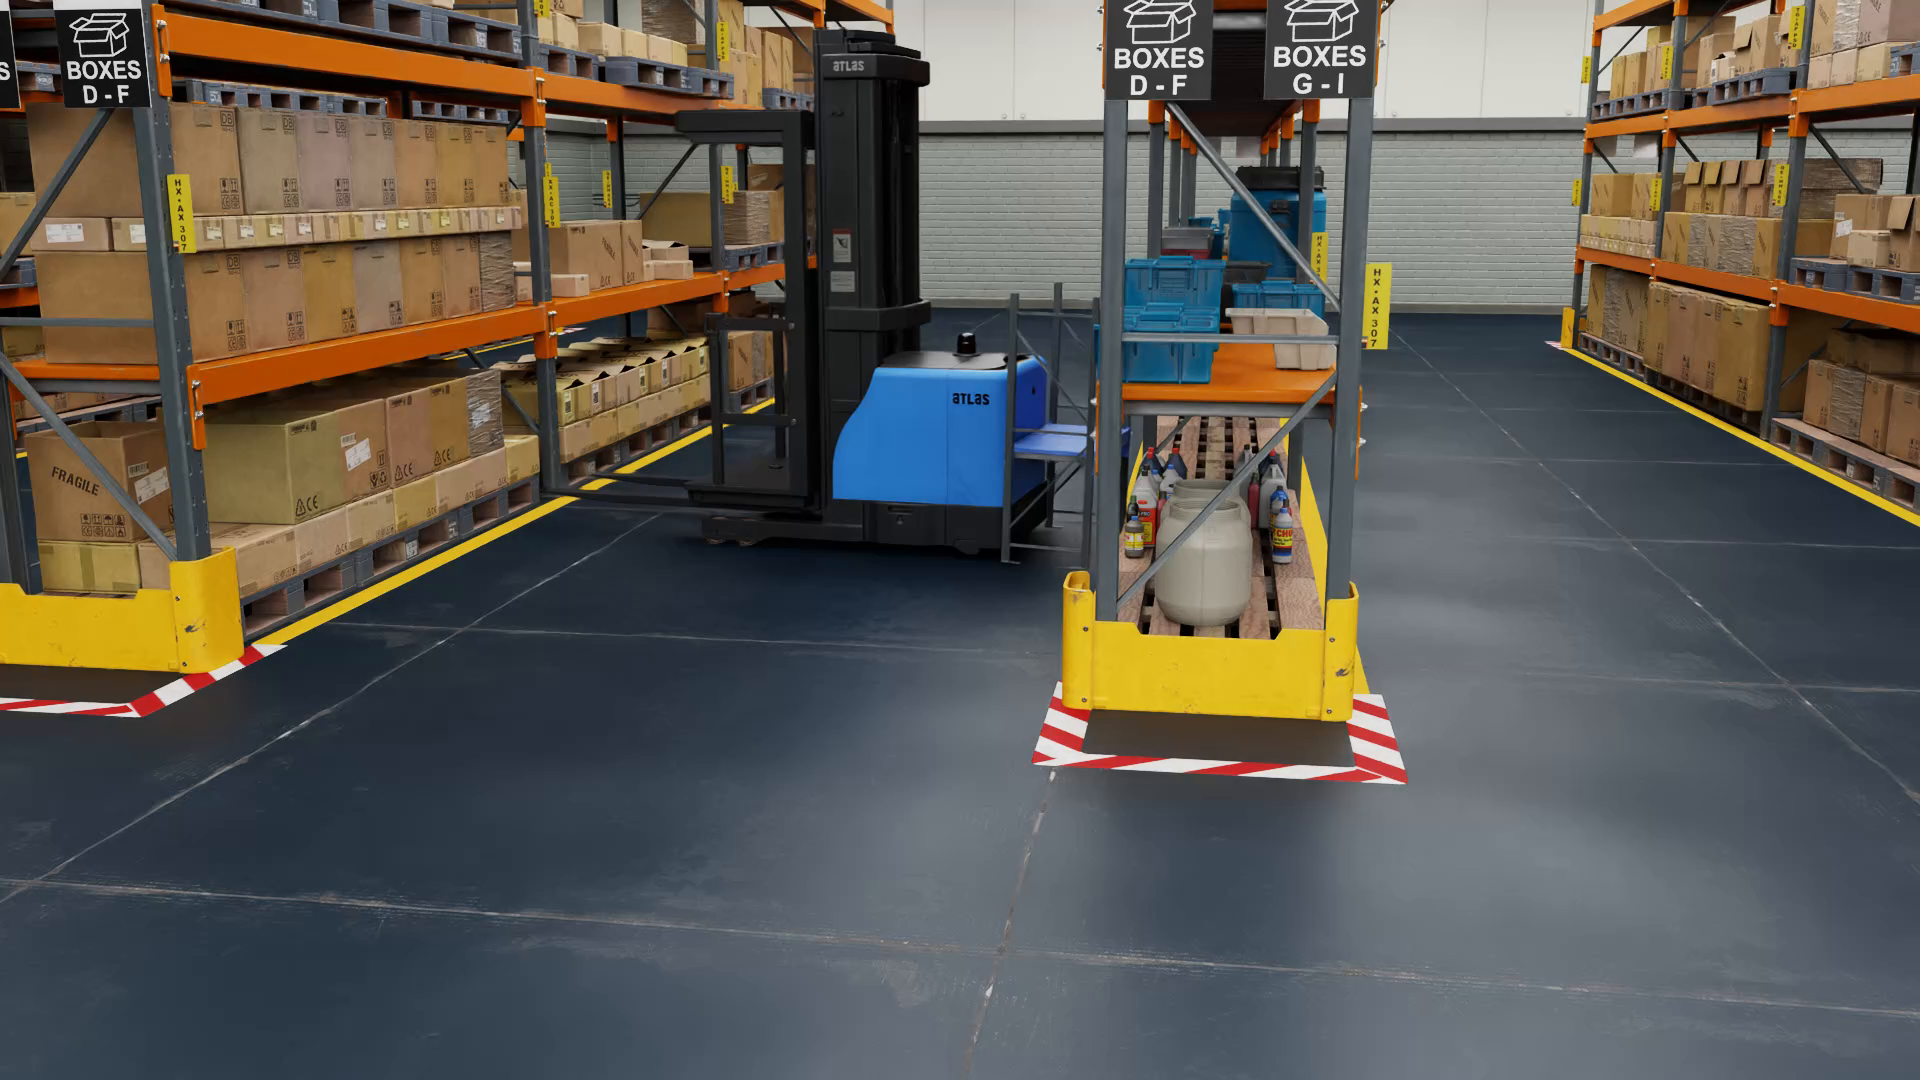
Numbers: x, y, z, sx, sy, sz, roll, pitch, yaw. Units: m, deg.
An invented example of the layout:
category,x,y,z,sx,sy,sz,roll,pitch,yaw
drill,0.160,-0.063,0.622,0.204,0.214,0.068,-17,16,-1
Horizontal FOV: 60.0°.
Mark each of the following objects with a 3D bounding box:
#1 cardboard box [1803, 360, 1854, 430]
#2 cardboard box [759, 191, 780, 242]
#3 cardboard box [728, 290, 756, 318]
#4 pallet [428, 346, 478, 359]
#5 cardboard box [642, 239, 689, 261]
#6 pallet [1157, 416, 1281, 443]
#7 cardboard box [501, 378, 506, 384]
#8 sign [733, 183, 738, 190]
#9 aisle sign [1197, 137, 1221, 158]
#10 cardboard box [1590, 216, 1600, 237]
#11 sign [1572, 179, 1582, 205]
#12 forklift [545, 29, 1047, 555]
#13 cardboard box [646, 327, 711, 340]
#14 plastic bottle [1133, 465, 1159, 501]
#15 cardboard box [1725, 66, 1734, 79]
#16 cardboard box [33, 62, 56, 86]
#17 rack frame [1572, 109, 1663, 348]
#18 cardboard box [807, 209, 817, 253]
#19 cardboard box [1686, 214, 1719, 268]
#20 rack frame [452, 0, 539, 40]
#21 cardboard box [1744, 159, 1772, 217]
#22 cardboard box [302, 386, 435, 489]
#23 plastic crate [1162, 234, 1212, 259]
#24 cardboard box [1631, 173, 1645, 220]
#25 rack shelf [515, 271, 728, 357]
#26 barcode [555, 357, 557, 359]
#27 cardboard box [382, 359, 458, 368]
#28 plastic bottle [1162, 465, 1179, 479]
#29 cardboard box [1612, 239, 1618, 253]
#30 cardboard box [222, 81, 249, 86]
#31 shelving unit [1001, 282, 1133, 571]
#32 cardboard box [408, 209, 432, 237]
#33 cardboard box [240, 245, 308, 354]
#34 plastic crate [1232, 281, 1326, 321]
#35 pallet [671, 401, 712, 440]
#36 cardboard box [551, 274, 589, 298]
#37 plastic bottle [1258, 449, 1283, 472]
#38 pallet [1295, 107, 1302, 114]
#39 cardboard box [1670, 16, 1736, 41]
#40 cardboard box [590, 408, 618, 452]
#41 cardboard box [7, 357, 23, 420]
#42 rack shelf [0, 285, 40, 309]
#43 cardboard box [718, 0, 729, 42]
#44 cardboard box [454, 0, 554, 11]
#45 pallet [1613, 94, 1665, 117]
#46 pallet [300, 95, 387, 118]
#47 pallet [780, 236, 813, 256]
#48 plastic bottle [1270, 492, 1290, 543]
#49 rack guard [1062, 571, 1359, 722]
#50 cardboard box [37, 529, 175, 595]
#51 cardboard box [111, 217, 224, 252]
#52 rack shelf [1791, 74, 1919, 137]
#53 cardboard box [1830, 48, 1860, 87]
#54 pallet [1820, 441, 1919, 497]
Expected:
category,x,y,z,sx,sy,sz,roll,pitch,yaw
cardboard box,7.091,-1.136,13.032,0.700,0.500,0.500,1,12,6
cardboard box,-2.209,-3.321,17.051,0.700,0.500,0.500,-1,12,-6
cardboard box,-2.467,-2.496,17.563,0.500,0.250,0.500,2,12,9
pallet,-6.699,-2.389,20.579,1.003,0.211,1.213,2,12,9
cardboard box,-2.713,-2.486,14.623,0.500,0.311,0.500,3,12,12
pallet,2.123,-0.920,13.761,1.003,0.211,1.213,2,12,9
cardboard box,-3.450,-1.001,11.715,0.500,0.311,0.500,2,12,9
sign,-2.536,-3.876,18.805,0.100,0.325,0.005,2,12,9
aisle sign,3.228,-5.404,21.777,0.394,0.787,0.004,2,12,9
cardboard box,7.991,-3.820,20.251,0.500,0.250,0.500,2,12,8
sign,7.857,-4.429,21.182,0.100,0.325,0.005,2,12,9
forklift,-1.036,-1.498,9.989,3.031,2.935,1.130,3,13,15
cardboard box,-2.702,-1.800,16.114,0.500,0.500,0.500,2,12,11
plastic bottle,1.037,-0.248,9.268,0.144,0.351,0.185,2,12,8
cardboard box,7.412,-4.359,15.579,0.380,0.149,0.250,1,12,6
cardboard box,-7.800,-4.024,14.132,0.797,0.503,0.637,4,13,17
rack frame,8.405,-3.948,21.192,1.000,3.000,0.127,2,12,9
cardboard box,-1.651,-3.583,19.263,0.500,0.500,0.500,2,12,10
cardboard box,7.318,-2.868,15.942,0.500,0.500,0.500,2,12,7
rack frame,-3.229,-4.704,10.462,1.000,3.000,0.127,2,12,9
cardboard box,7.406,-3.109,14.682,0.797,0.503,0.637,2,12,10
cardboard box,-3.308,-0.583,9.330,0.500,0.500,0.500,2,12,9
plastic crate,1.437,-1.752,10.853,0.402,0.464,0.583,2,12,9
cardboard box,7.677,-3.762,18.202,0.500,0.500,0.500,2,12,9
rack shelf,-2.921,-1.836,13.102,1.077,0.370,4.000,2,12,9
barcode,-2.778,-1.274,11.394,0.001,0.075,0.075,2,12,9
cardboard box,-3.609,-0.913,10.860,0.500,0.500,0.500,2,12,9
plastic bottle,1.228,-0.303,9.712,0.097,0.271,0.097,0,12,0
cardboard box,7.750,-3.387,19.186,0.380,0.149,0.250,2,12,10
cardboard box,-7.461,-4.709,16.323,0.700,0.500,0.500,1,12,6
shelving unit,0.642,-0.689,9.590,0.538,1.500,1.048,5,13,16
cardboard box,-3.256,-1.810,9.494,0.380,0.149,0.250,2,12,10
cardboard box,-3.683,-1.194,8.177,0.700,0.500,0.500,2,12,10
plastic crate,1.763,-1.299,9.252,0.499,0.251,0.616,2,12,9
pallet,-2.779,-1.071,14.462,1.003,0.211,1.213,2,12,9
cardboard box,-2.890,-1.827,11.946,0.380,0.149,0.250,2,12,9
plastic bottle,1.851,-0.387,9.913,0.144,0.351,0.185,2,12,7
pallet,2.872,-4.483,17.005,1.213,0.211,1.003,2,12,9
cardboard box,7.941,-5.447,17.776,0.500,0.250,0.500,1,12,5
cardboard box,-2.842,-0.815,12.186,0.500,0.250,0.500,2,12,10
cardboard box,-7.997,-1.187,13.273,0.700,0.500,0.500,2,12,8
rack shelf,-7.816,-1.996,13.843,1.077,0.370,4.000,2,12,9
cardboard box,-2.462,-4.805,15.439,0.500,0.500,0.500,2,12,9
cardboard box,-3.095,-3.864,11.261,0.500,0.500,0.500,2,12,9
pallet,8.116,-4.961,18.986,1.003,0.211,1.213,2,12,9
pallet,-6.986,-4.777,18.374,0.805,0.209,1.217,1,12,6
pallet,-2.229,-3.180,18.086,1.003,0.211,1.213,2,12,9
plastic bottle,1.705,-0.119,8.856,0.097,0.271,0.097,0,12,0
rack guard,1.015,0.427,6.826,1.175,0.500,0.348,2,12,9
cardboard box,-4.053,0.079,8.038,0.500,0.250,0.500,2,12,9
cardboard box,-3.571,-1.380,7.498,0.380,0.149,0.250,2,12,8
rack shelf,6.867,-2.981,11.293,1.077,0.370,4.000,2,12,9
cardboard box,6.771,-3.479,12.253,0.500,0.250,0.500,2,12,10
pallet,6.863,-0.504,11.829,1.003,0.211,1.213,2,12,9
